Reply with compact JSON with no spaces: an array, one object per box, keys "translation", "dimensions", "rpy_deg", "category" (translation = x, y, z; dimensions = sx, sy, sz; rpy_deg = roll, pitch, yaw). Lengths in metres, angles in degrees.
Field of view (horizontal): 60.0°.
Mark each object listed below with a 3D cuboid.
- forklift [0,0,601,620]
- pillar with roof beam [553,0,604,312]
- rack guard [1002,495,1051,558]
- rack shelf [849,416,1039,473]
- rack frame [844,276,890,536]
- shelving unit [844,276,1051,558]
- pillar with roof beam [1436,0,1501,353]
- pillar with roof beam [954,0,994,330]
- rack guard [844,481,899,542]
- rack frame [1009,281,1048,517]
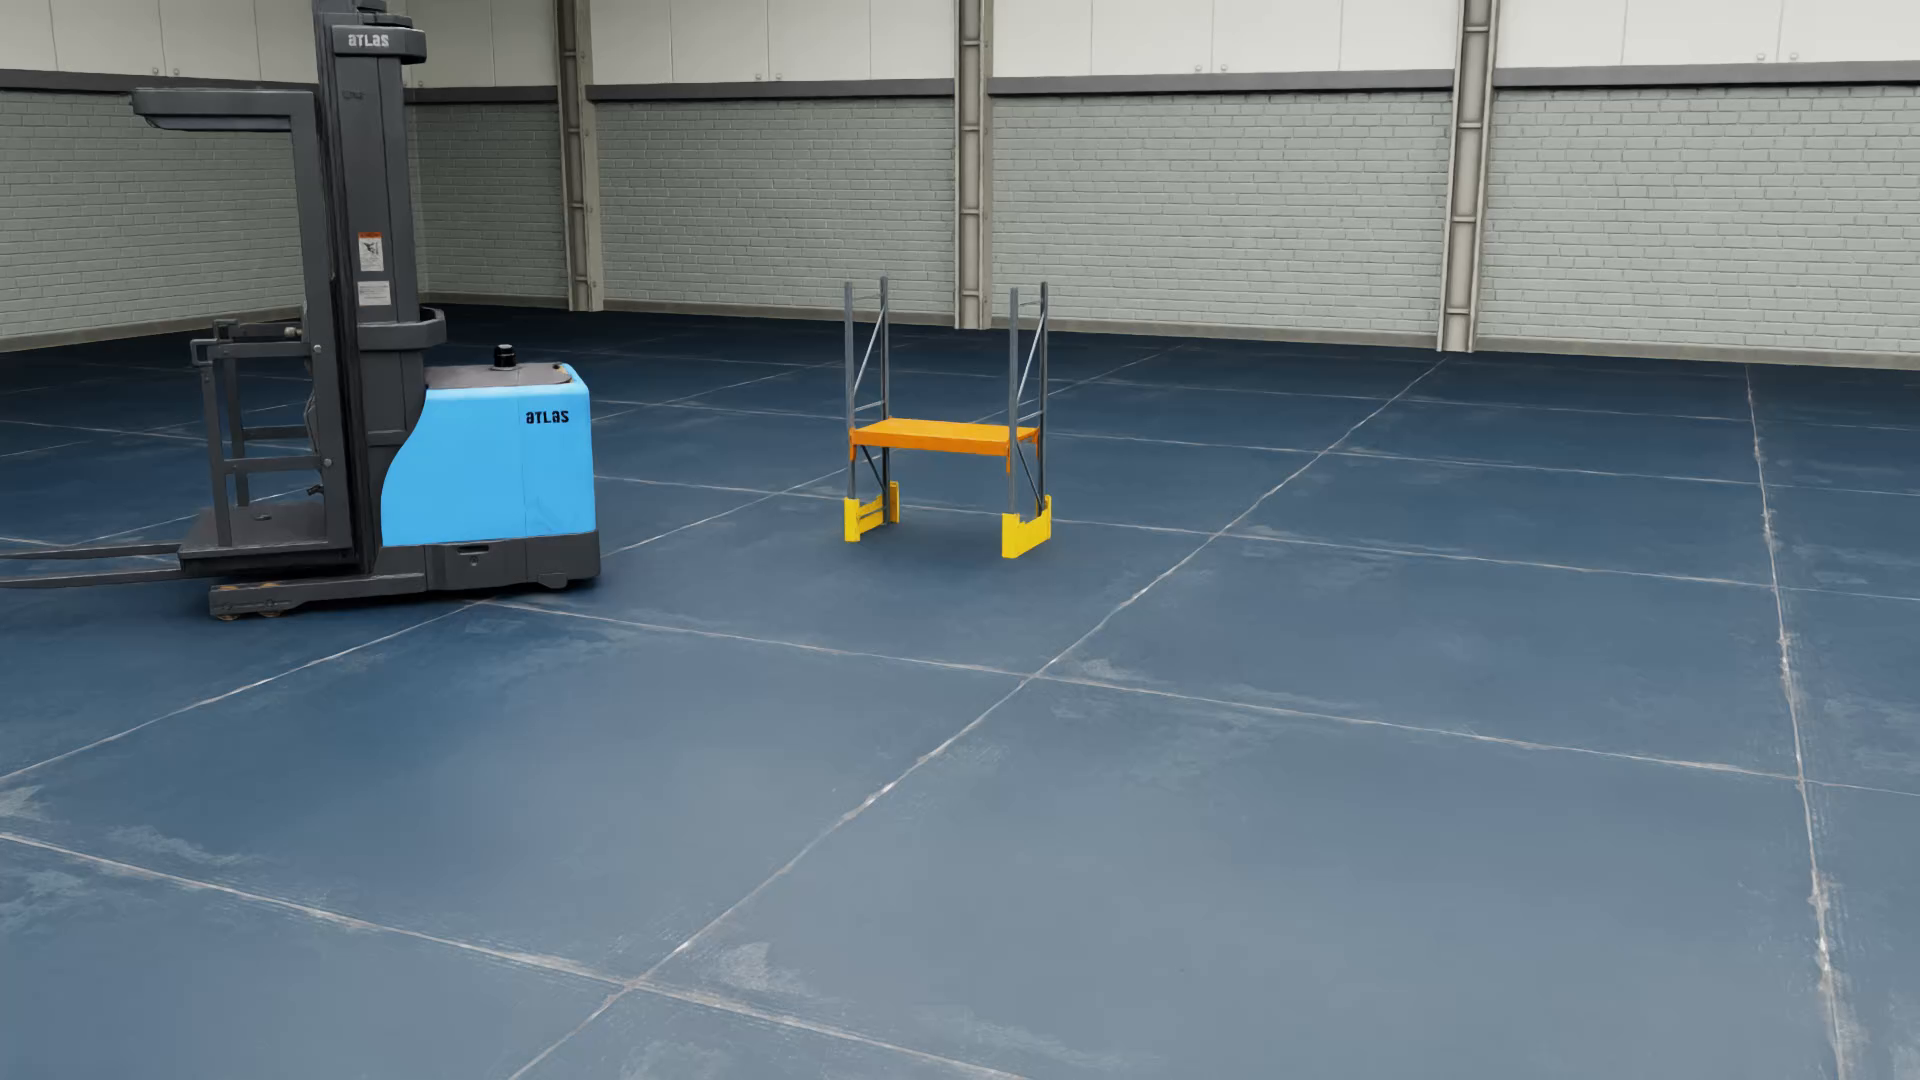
[{"translation":[-3.453,-1.171,8.329],"dimensions":[3.031,2.935,1.130],"rpy_deg":[-4,14,-17],"category":"forklift"},{"translation":[-7.058,-6.752,18.832],"dimensions":[0.400,9.000,9.100],"rpy_deg":[6,14,23],"category":"pillar with roof beam"},{"translation":[0.386,-0.083,9.560],"dimensions":[0.087,0.250,0.587],"rpy_deg":[6,14,23],"category":"rack guard"},{"translation":[-0.078,-0.563,9.658],"dimensions":[1.000,0.185,0.538],"rpy_deg":[6,14,23],"category":"rack shelf"},{"translation":[-0.543,-0.785,9.818],"dimensions":[0.032,1.500,0.500],"rpy_deg":[6,14,23],"category":"rack frame"},{"translation":[-0.070,-0.737,9.614],"dimensions":[1.083,1.500,0.587],"rpy_deg":[6,14,23],"category":"shelving unit"},{"translation":[3.913,-5.642,14.100],"dimensions":[0.400,9.000,9.100],"rpy_deg":[6,14,23],"category":"pillar with roof beam"},{"translation":[-1.573,-6.197,16.466],"dimensions":[0.400,9.000,9.100],"rpy_deg":[6,14,23],"category":"pillar with roof beam"},{"translation":[-0.525,-0.175,9.953],"dimensions":[0.087,0.250,0.587],"rpy_deg":[6,14,23],"category":"rack guard"},{"translation":[0.387,-0.691,9.417],"dimensions":[0.032,1.500,0.500],"rpy_deg":[6,14,23],"category":"rack frame"}]
